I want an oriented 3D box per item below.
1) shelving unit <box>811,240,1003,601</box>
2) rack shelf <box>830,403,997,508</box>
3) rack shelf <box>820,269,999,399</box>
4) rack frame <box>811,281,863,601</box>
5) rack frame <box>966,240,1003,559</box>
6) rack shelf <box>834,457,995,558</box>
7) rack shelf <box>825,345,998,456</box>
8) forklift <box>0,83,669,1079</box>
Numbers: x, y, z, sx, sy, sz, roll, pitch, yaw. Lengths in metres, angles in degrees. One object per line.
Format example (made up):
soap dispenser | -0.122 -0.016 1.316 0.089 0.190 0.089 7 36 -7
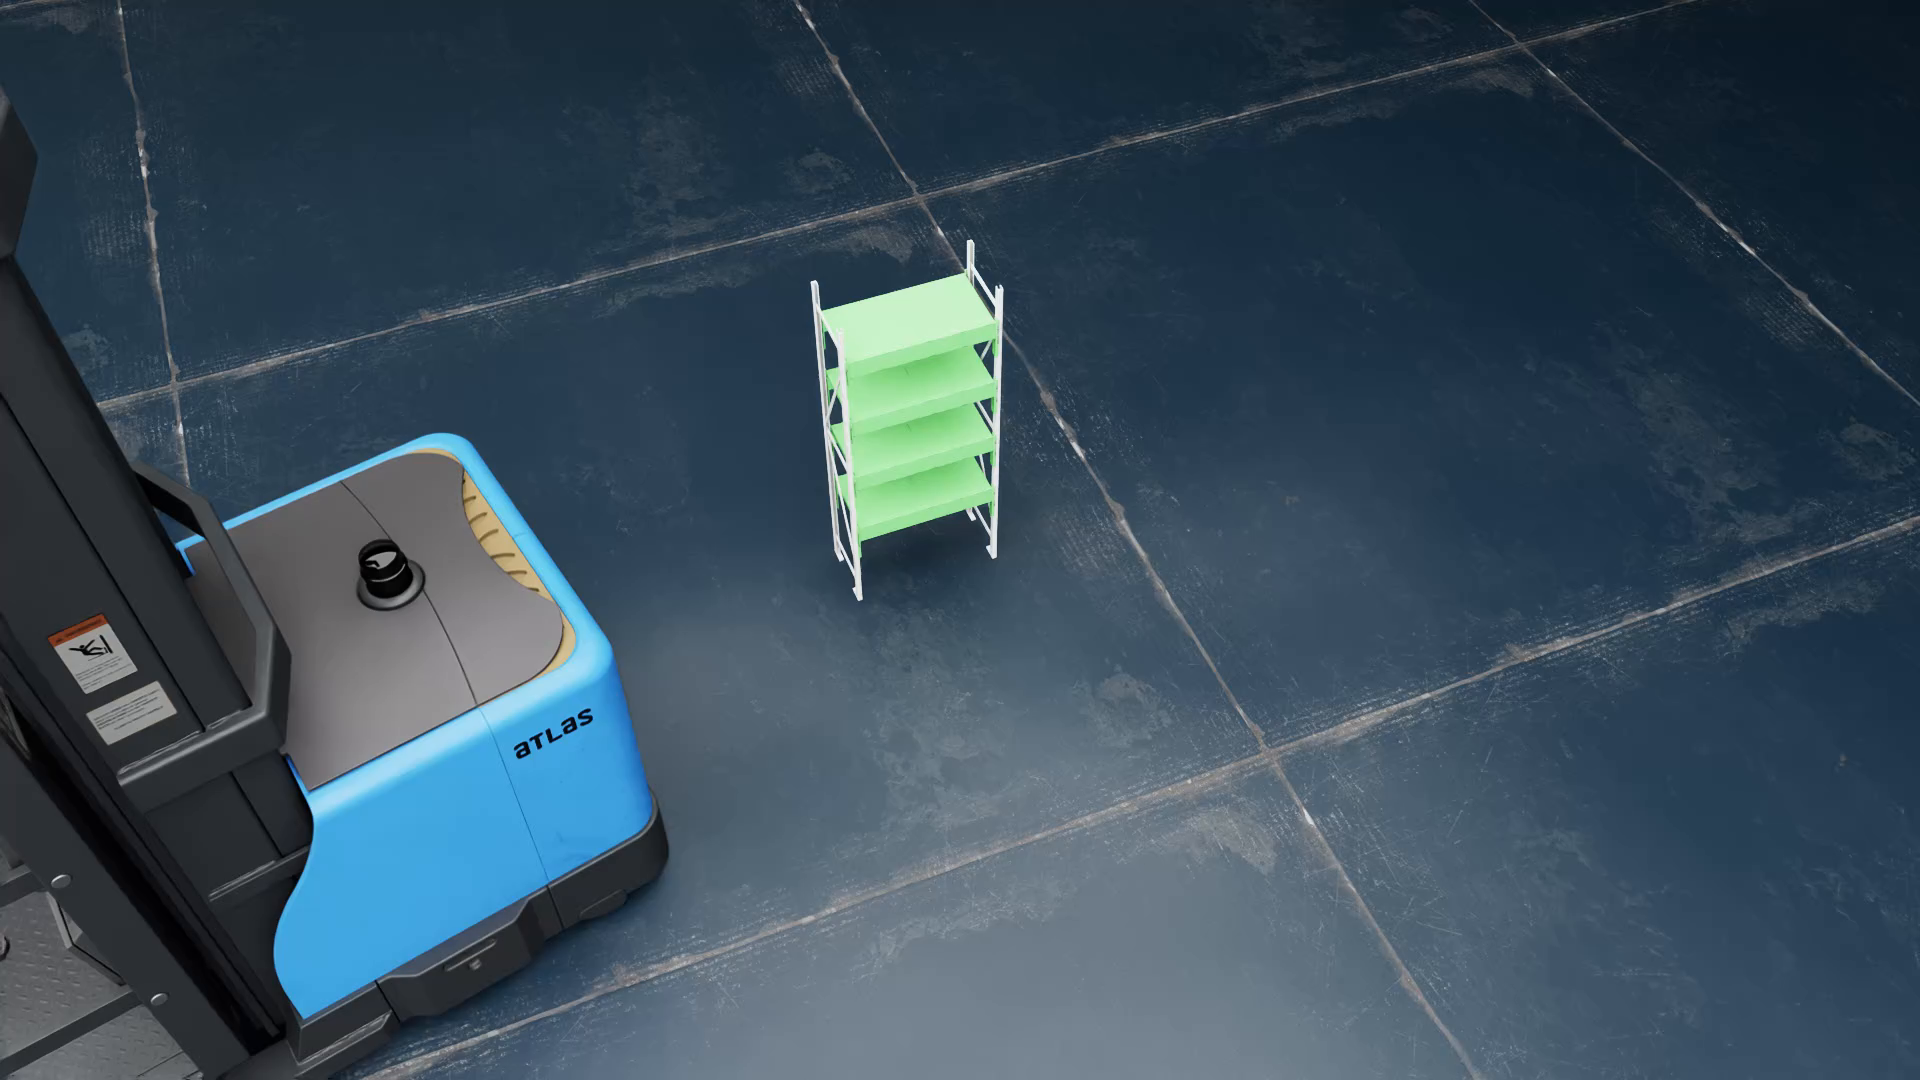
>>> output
shelving unit | -0.153 -0.343 5.254 0.503 1.200 0.258 -17 52 -14
rack shelf | -0.153 -0.302 5.302 0.480 0.148 0.258 -17 52 -14
rack shelf | -0.153 -0.614 4.938 0.480 0.148 0.258 -17 52 -14
rack frame | -0.379 -0.273 5.194 0.015 1.200 0.240 -17 52 -14
rack frame | 0.073 -0.413 5.314 0.015 1.200 0.240 -17 52 -14
rack shelf | -0.153 -0.145 5.485 0.480 0.148 0.258 -17 52 -14
rack shelf | -0.153 -0.458 5.120 0.480 0.148 0.258 -17 52 -14
forklift | -2.353 0.360 3.509 3.031 2.935 1.130 -28 55 -22
